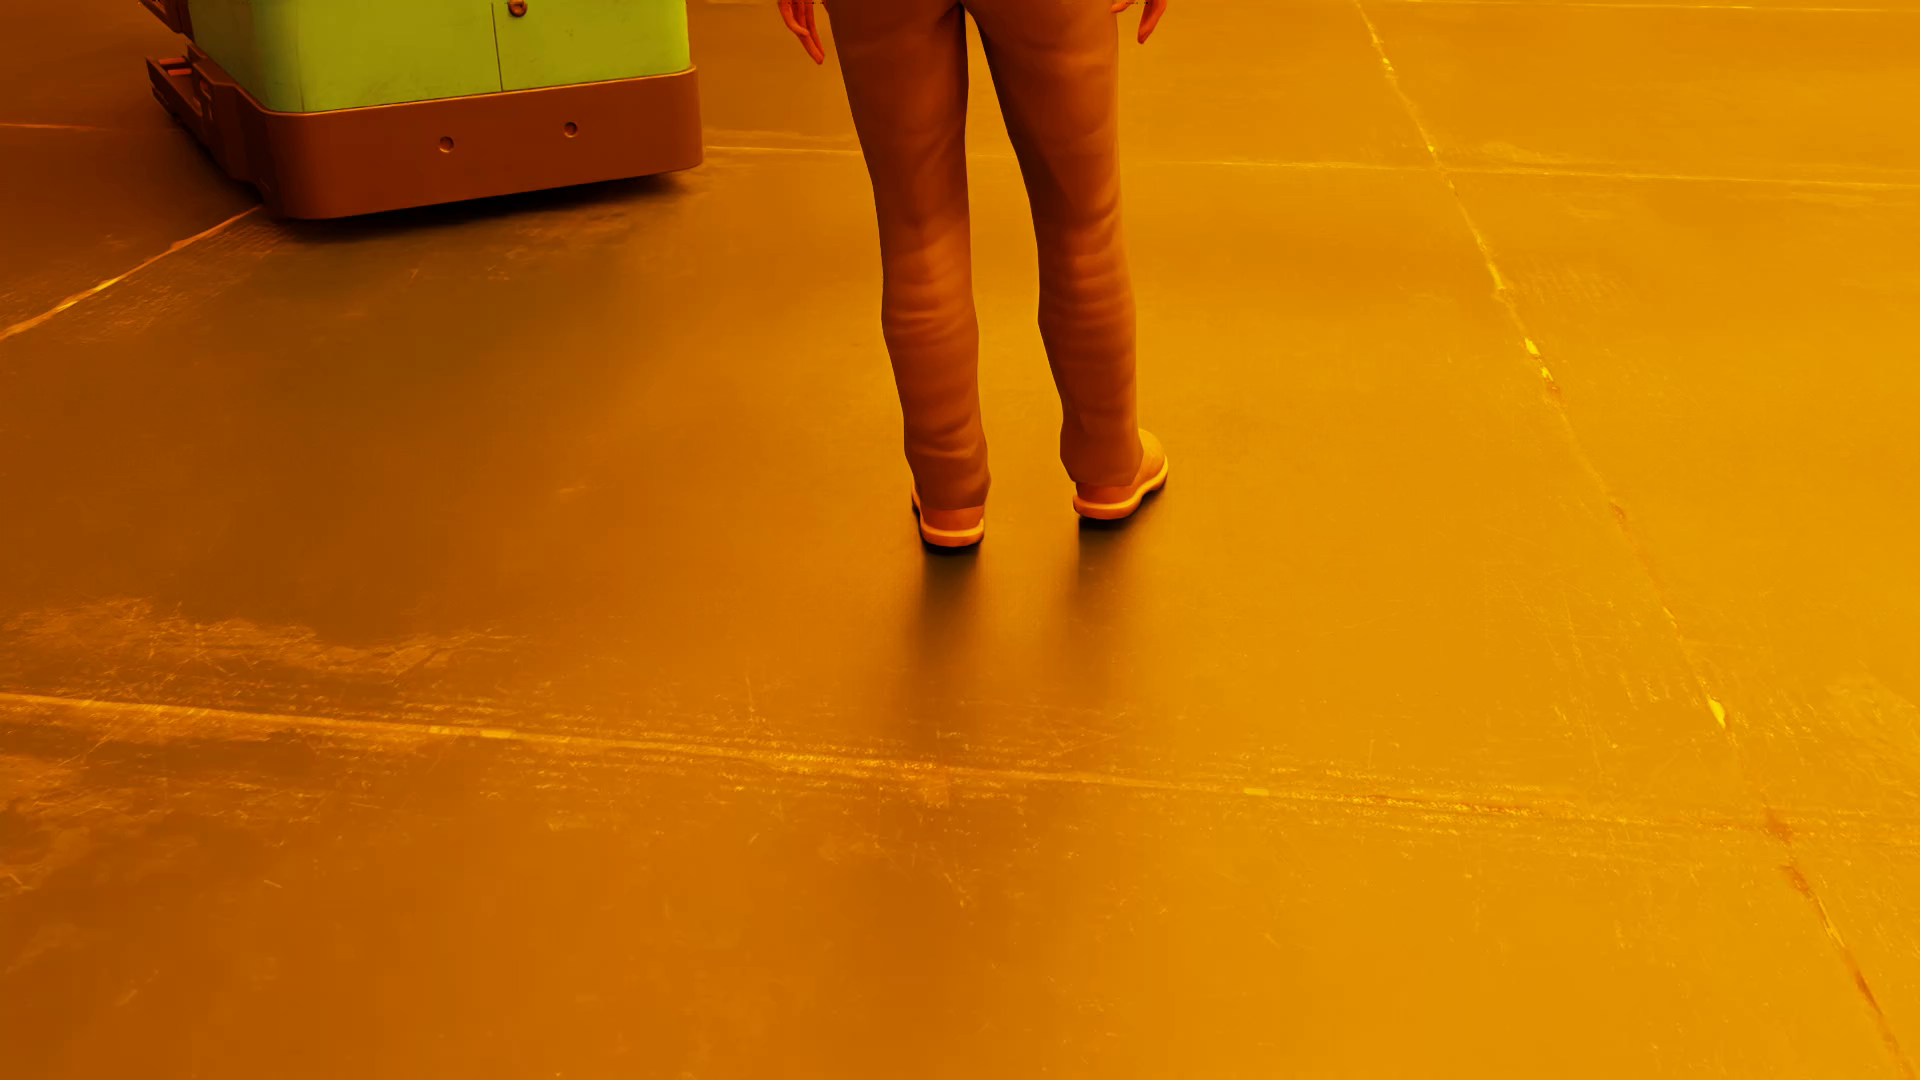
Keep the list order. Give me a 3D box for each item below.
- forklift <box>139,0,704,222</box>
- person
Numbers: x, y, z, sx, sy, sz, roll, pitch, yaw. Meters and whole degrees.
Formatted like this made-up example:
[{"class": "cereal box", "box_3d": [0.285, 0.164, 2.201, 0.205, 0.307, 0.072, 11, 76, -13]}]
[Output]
[{"class": "forklift", "box_3d": [-1.859, -2.660, 4.550, 1.130, 2.935, 3.031, -15, 30, -28]}, {"class": "person", "box_3d": [0.031, -0.784, 2.203, 0.570, 1.656, 0.503, 3, 27, 7]}]
